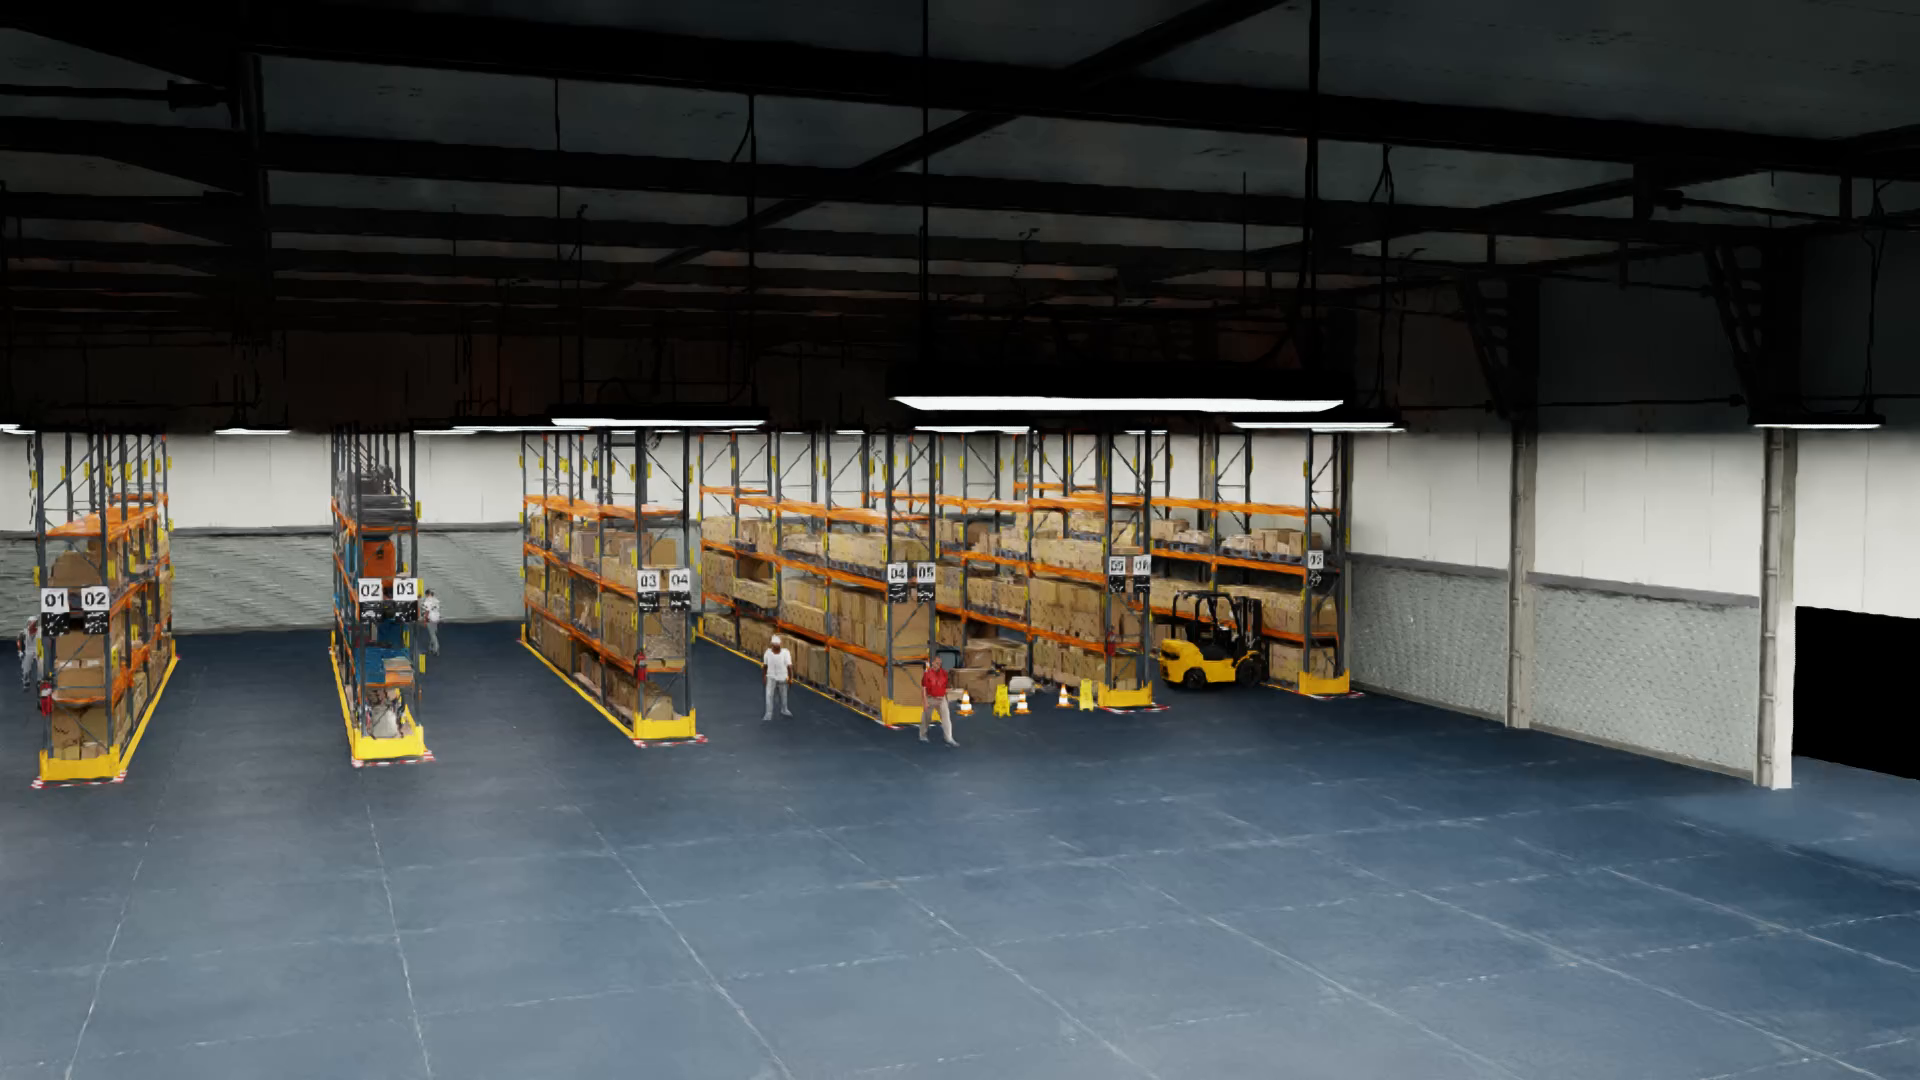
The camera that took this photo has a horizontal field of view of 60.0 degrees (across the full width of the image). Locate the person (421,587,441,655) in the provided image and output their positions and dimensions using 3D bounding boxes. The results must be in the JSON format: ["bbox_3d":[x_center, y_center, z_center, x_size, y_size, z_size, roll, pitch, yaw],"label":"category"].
[{"bbox_3d":[-13.872,2.117,43.507,0.586,1.746,0.652,0,4,5],"label":"person"}]

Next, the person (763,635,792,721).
[{"bbox_3d":[-3.700,2.774,33.632,0.618,1.720,0.972,0,4,0],"label":"person"}]

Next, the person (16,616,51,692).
[{"bbox_3d":[-20.641,2.545,37.055,0.677,1.742,0.552,-2,4,-24],"label":"person"}]

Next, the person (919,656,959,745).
[{"bbox_3d":[-0.448,2.956,30.732,0.547,1.640,1.116,-2,4,-24],"label":"person"}]
